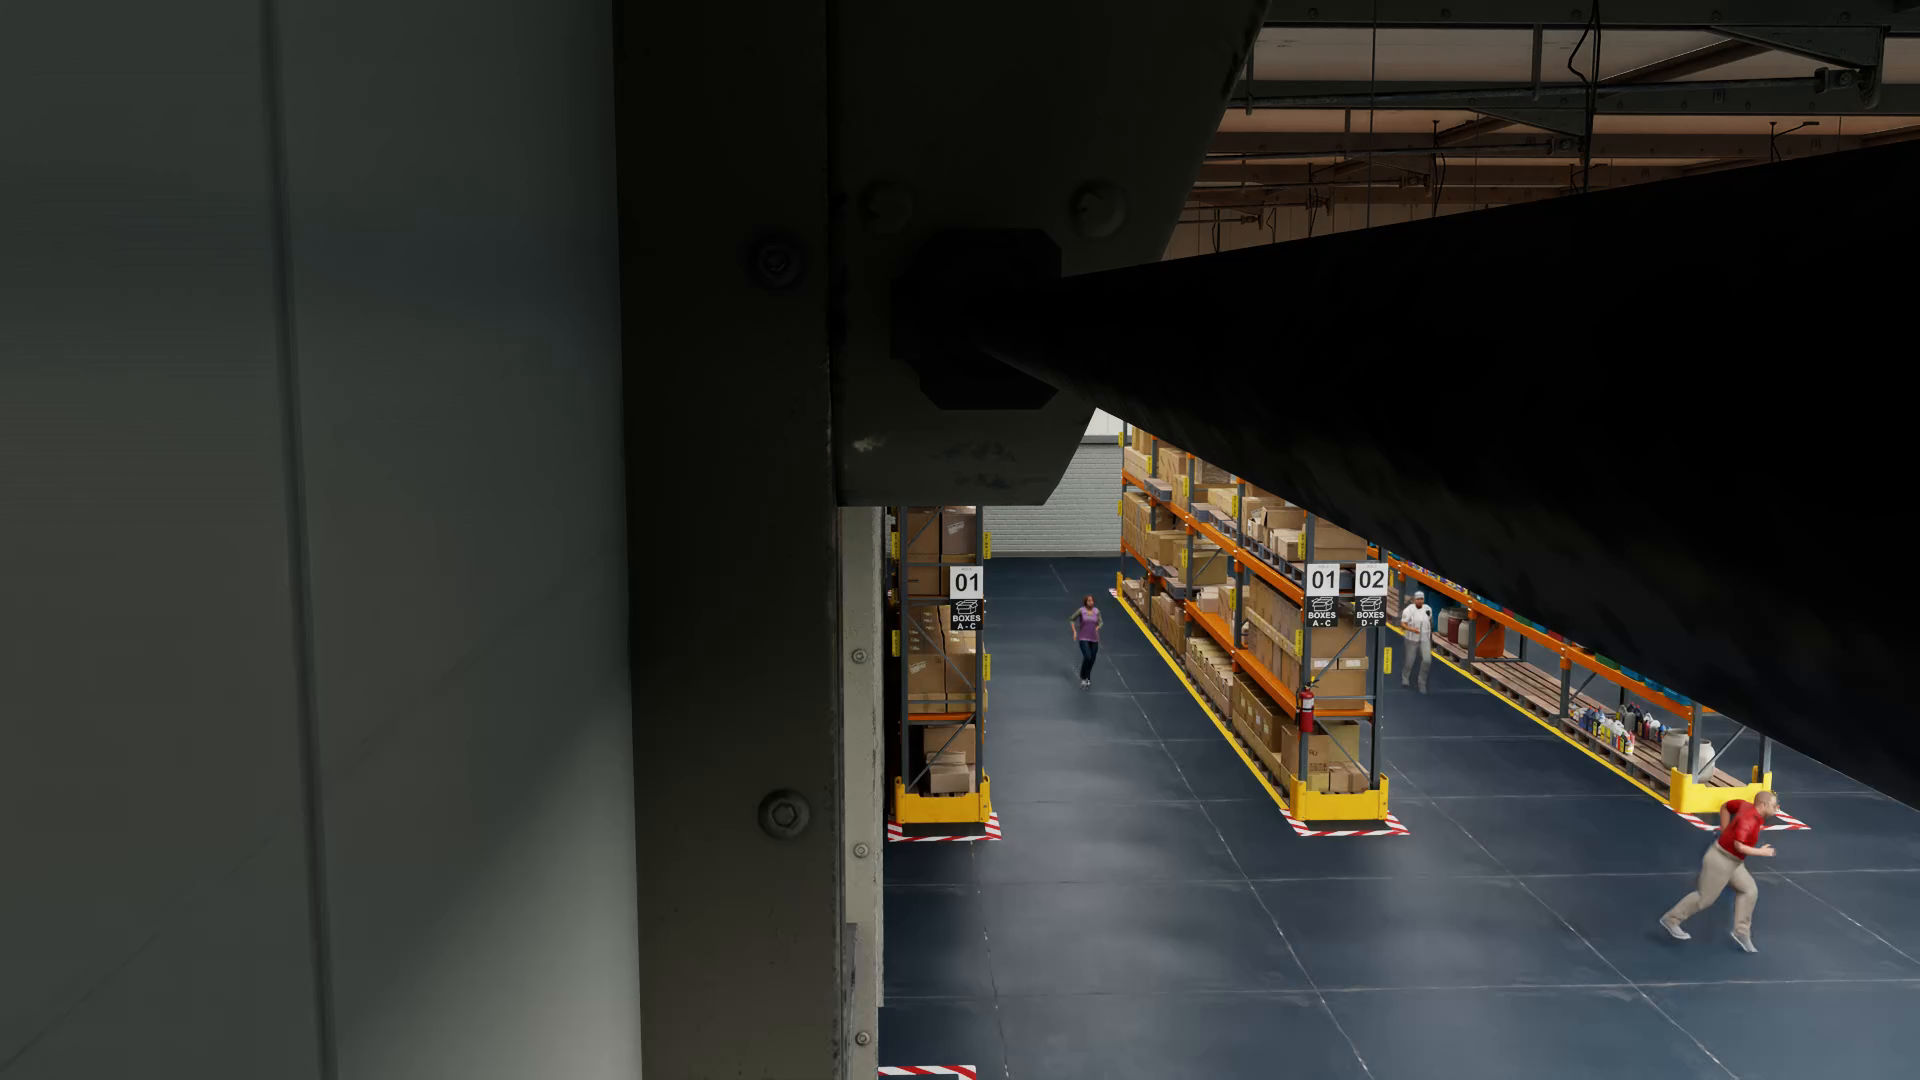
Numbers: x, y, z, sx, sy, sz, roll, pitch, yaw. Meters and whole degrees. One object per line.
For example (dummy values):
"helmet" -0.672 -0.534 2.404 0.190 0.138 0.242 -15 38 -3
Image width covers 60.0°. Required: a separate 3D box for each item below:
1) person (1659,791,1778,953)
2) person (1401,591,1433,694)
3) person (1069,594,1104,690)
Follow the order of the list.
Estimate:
"person" 7.511 3.259 16.472 1.014 1.697 0.706 4 9 24
"person" 7.547 1.682 27.469 0.557 1.707 0.760 0 8 4
"person" 2.118 1.682 27.502 0.505 1.592 0.662 -2 8 -17
